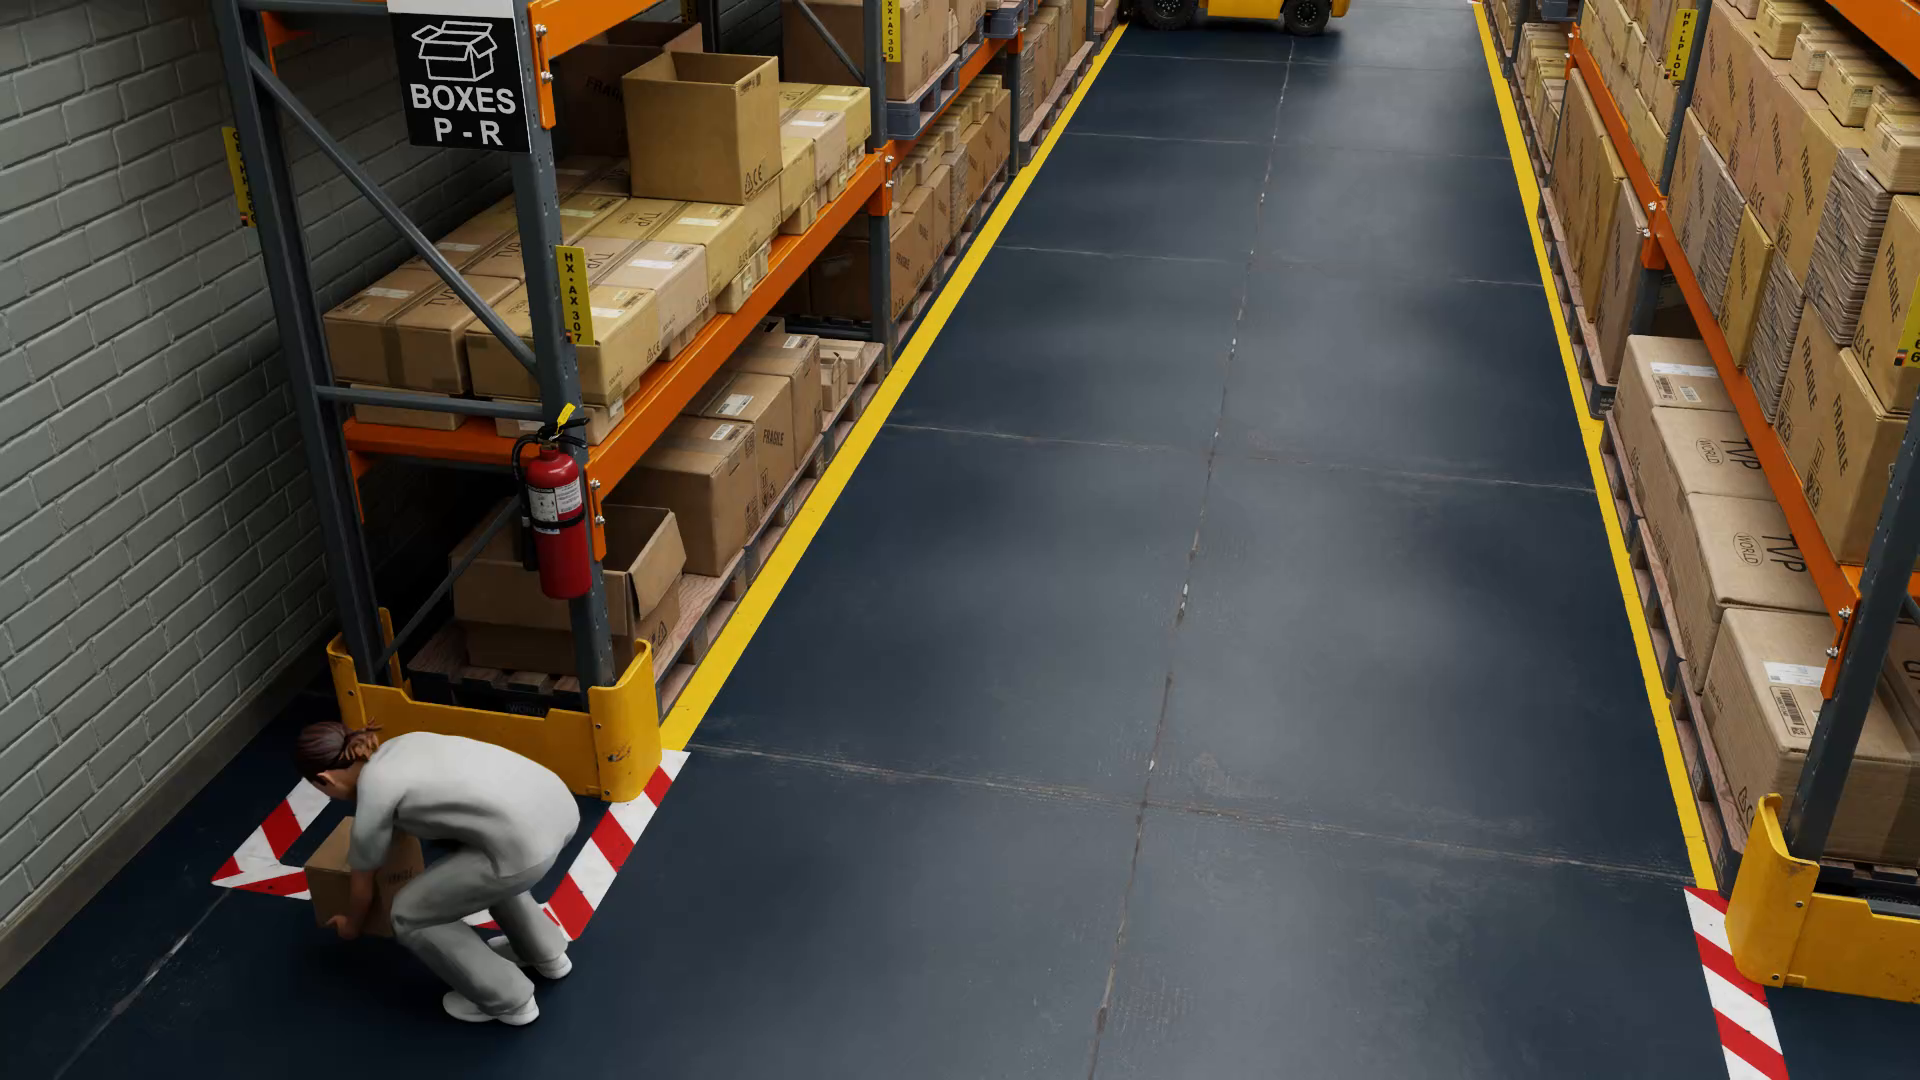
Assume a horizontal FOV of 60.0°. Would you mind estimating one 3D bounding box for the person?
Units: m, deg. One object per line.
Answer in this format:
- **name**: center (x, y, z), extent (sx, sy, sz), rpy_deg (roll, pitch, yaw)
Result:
- **person**: center (-1.576, 0.993, 5.090), extent (0.859, 0.940, 0.477), rpy_deg (7, 30, 13)
